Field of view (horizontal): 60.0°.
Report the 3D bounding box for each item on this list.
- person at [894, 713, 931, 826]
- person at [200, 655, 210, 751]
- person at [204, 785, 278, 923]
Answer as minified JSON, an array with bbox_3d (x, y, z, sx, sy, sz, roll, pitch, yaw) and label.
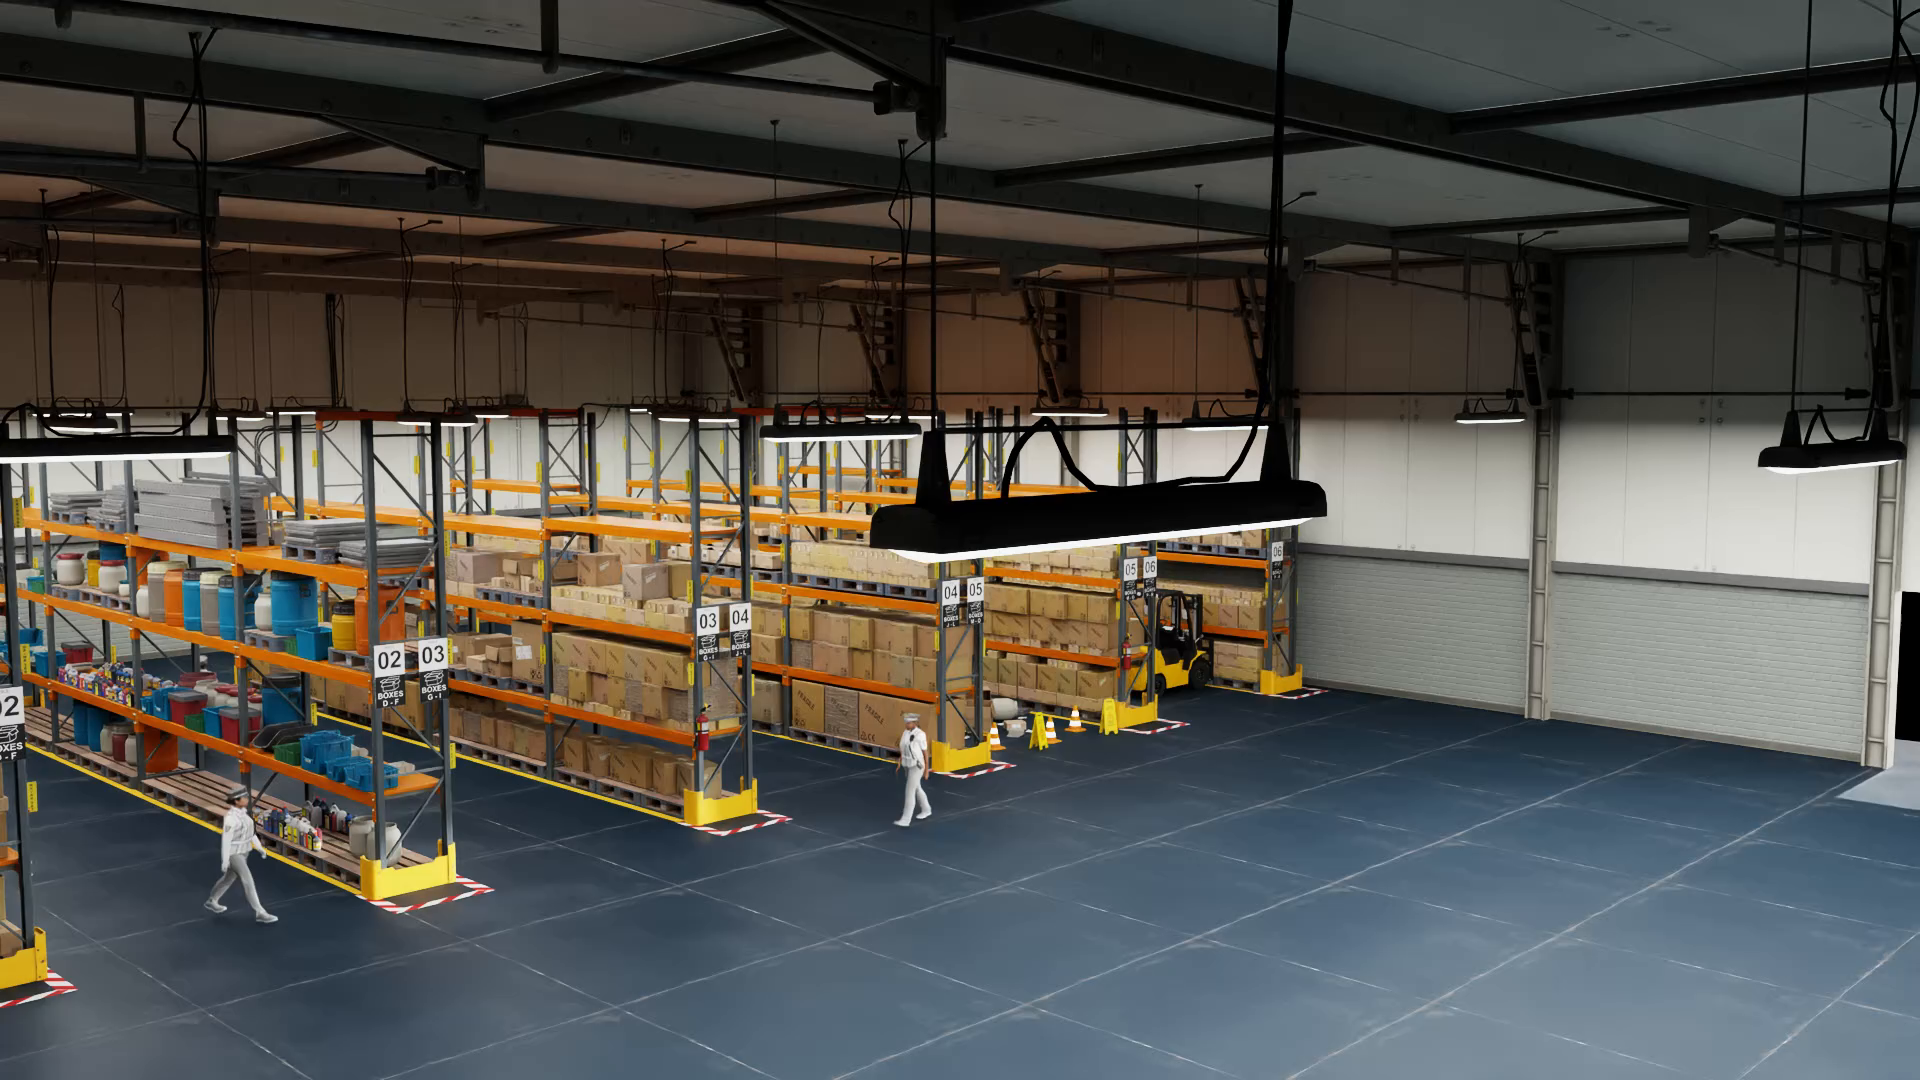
[{"bbox_3d":[-0.720,3.345,24.441,0.841,1.625,0.469,-4,6,-37],"label":"person"},{"bbox_3d":[-13.362,2.889,29.397,0.523,1.673,0.476,-1,5,-15],"label":"person"},{"bbox_3d":[-8.636,3.733,19.915,1.081,1.612,0.558,1,5,11],"label":"person"}]
